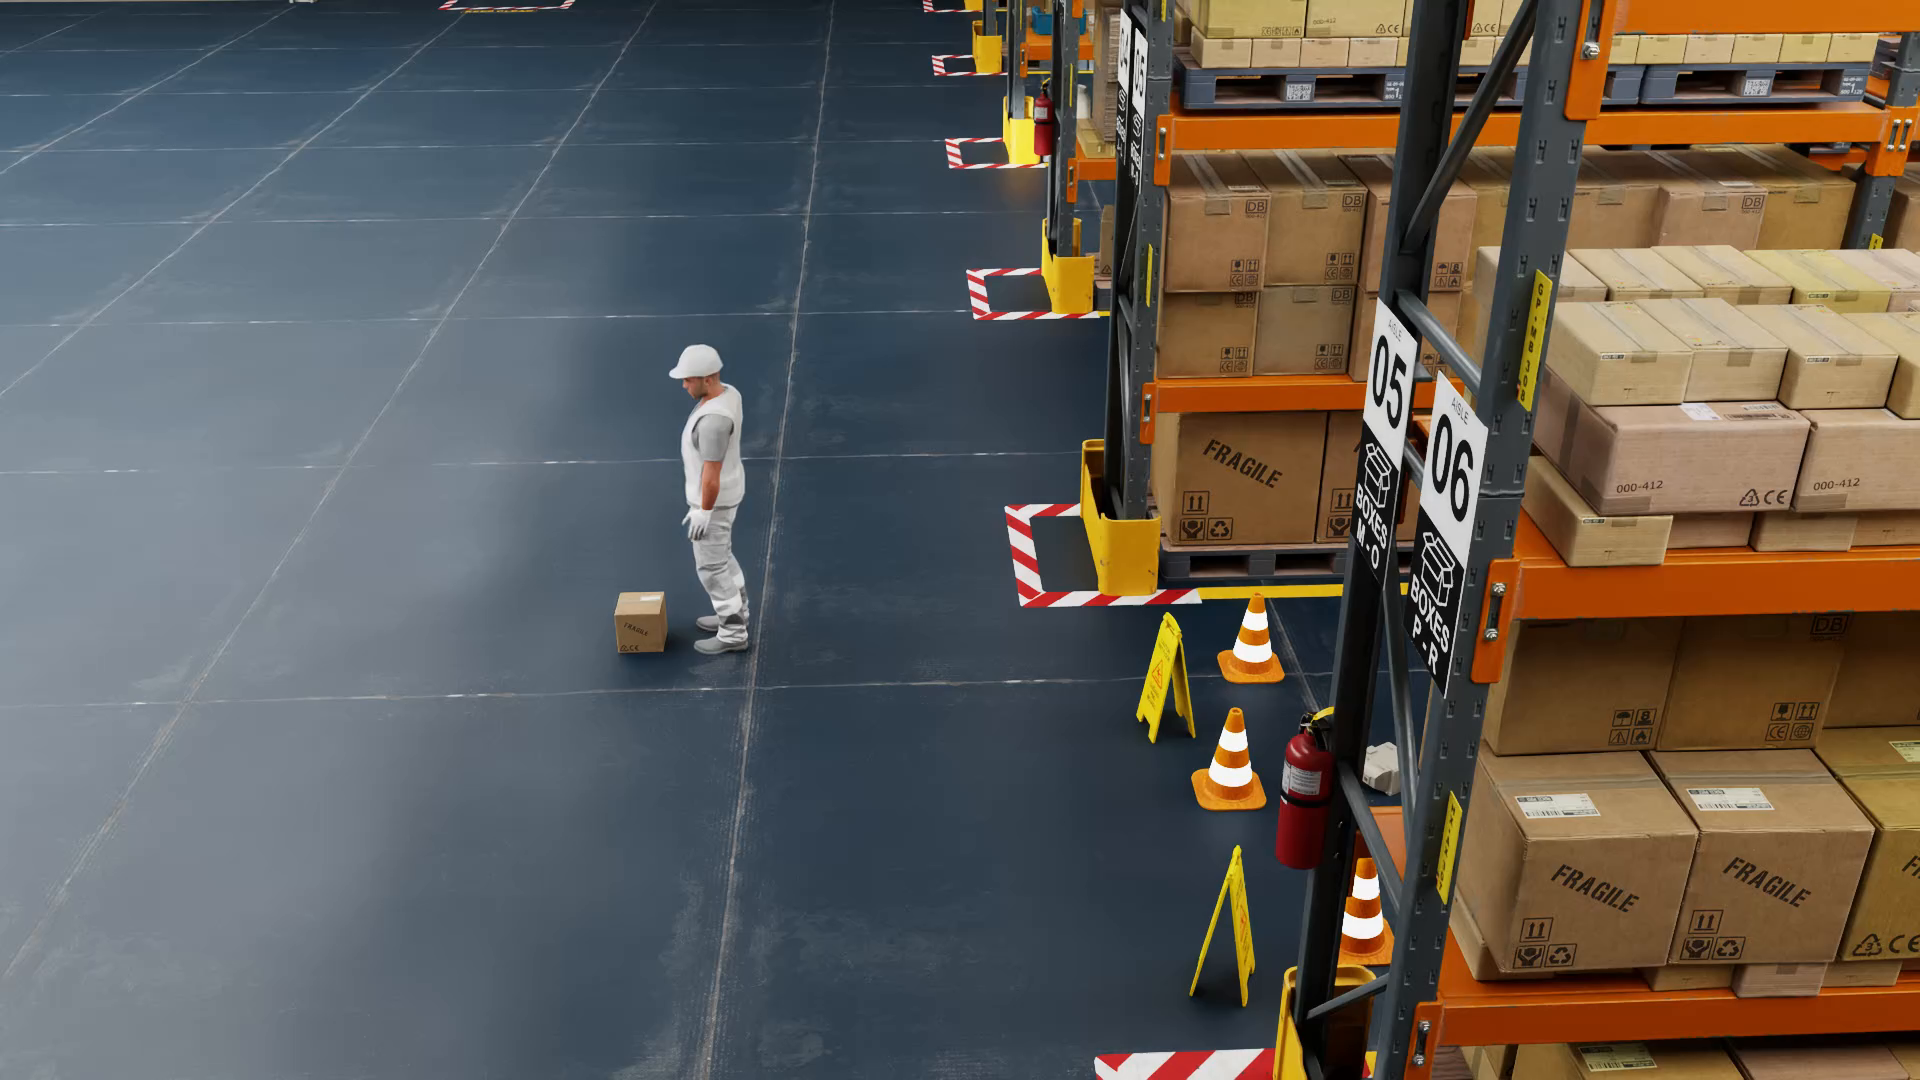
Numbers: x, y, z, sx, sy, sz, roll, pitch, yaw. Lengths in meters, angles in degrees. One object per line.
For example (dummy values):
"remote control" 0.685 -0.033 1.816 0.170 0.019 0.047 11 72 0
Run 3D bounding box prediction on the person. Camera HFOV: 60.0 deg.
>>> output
"person" -1.337 -0.220 9.034 0.357 1.779 0.529 -1 27 -2
